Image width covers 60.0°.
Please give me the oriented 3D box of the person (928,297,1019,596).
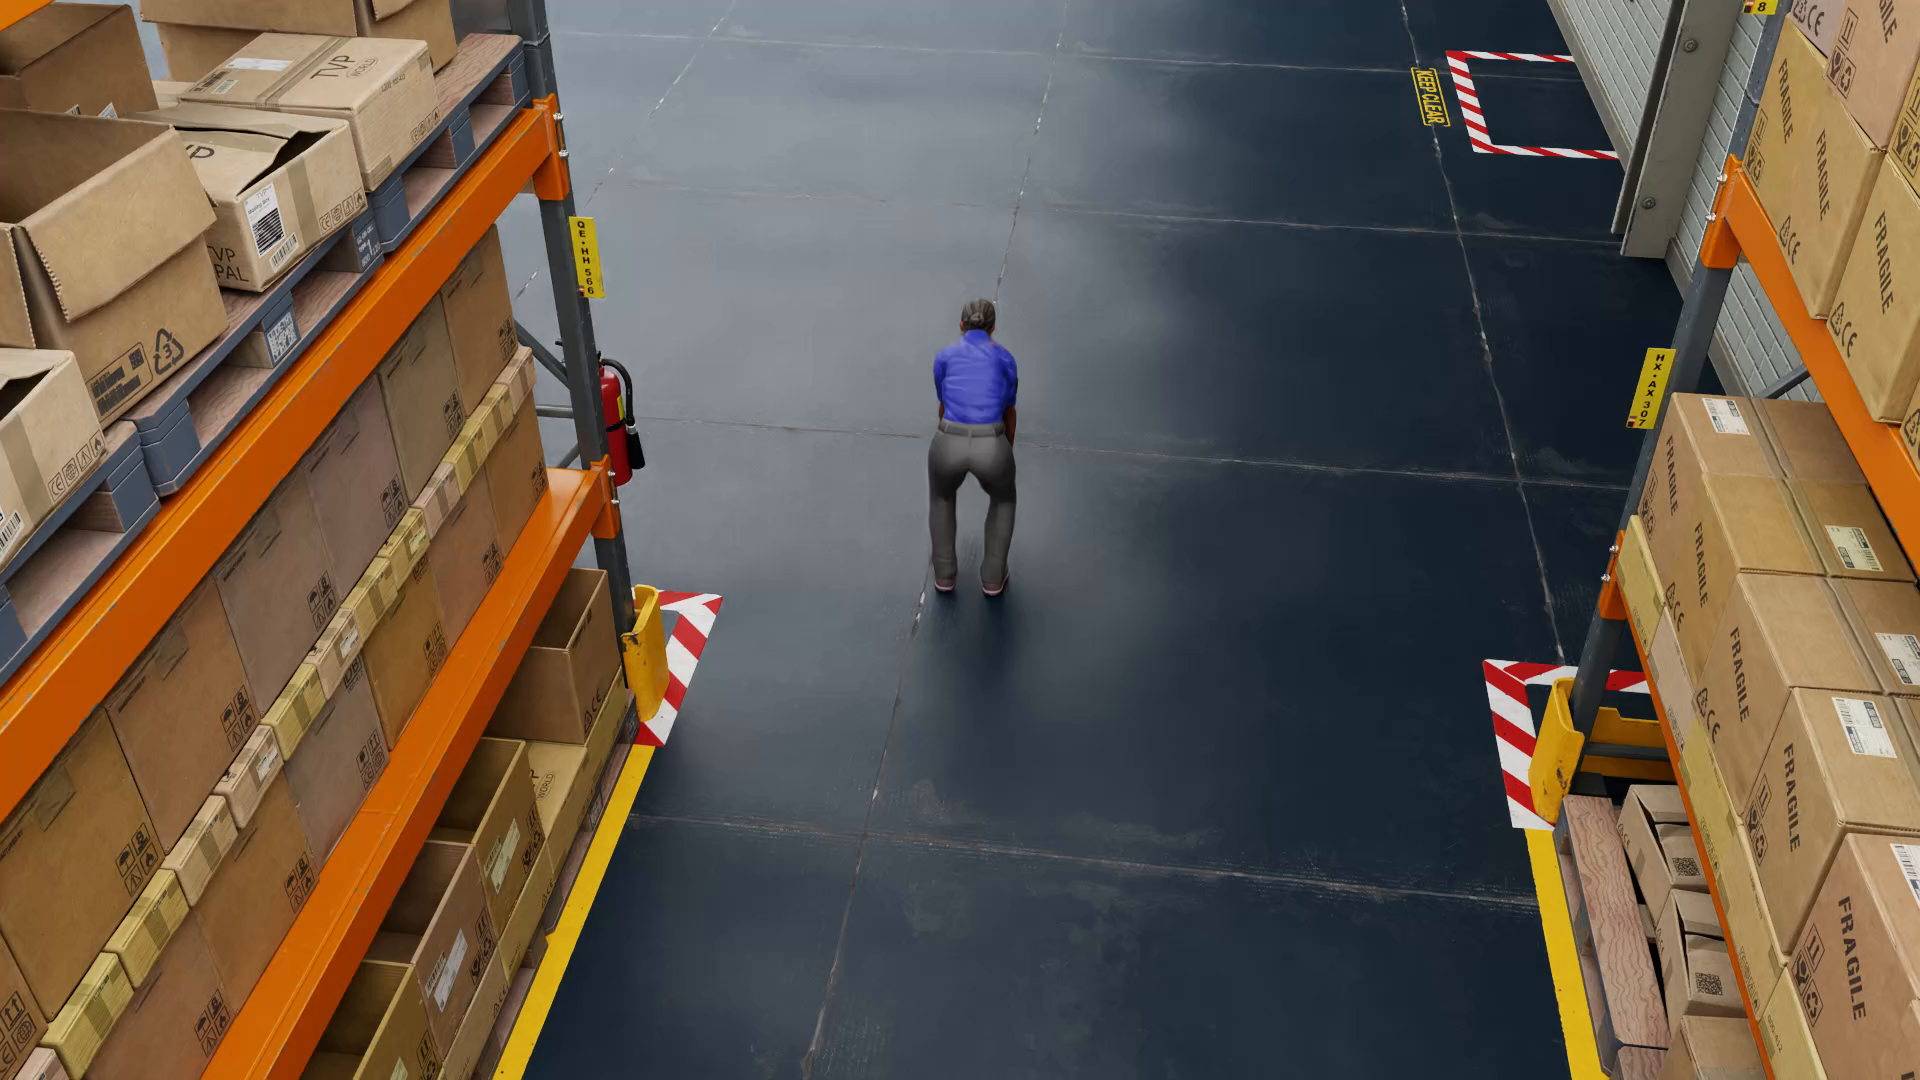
[{"bbox_3d":[0.072,-0.428,7.946,0.420,1.283,0.803,3,36,4],"label":"person"}]
